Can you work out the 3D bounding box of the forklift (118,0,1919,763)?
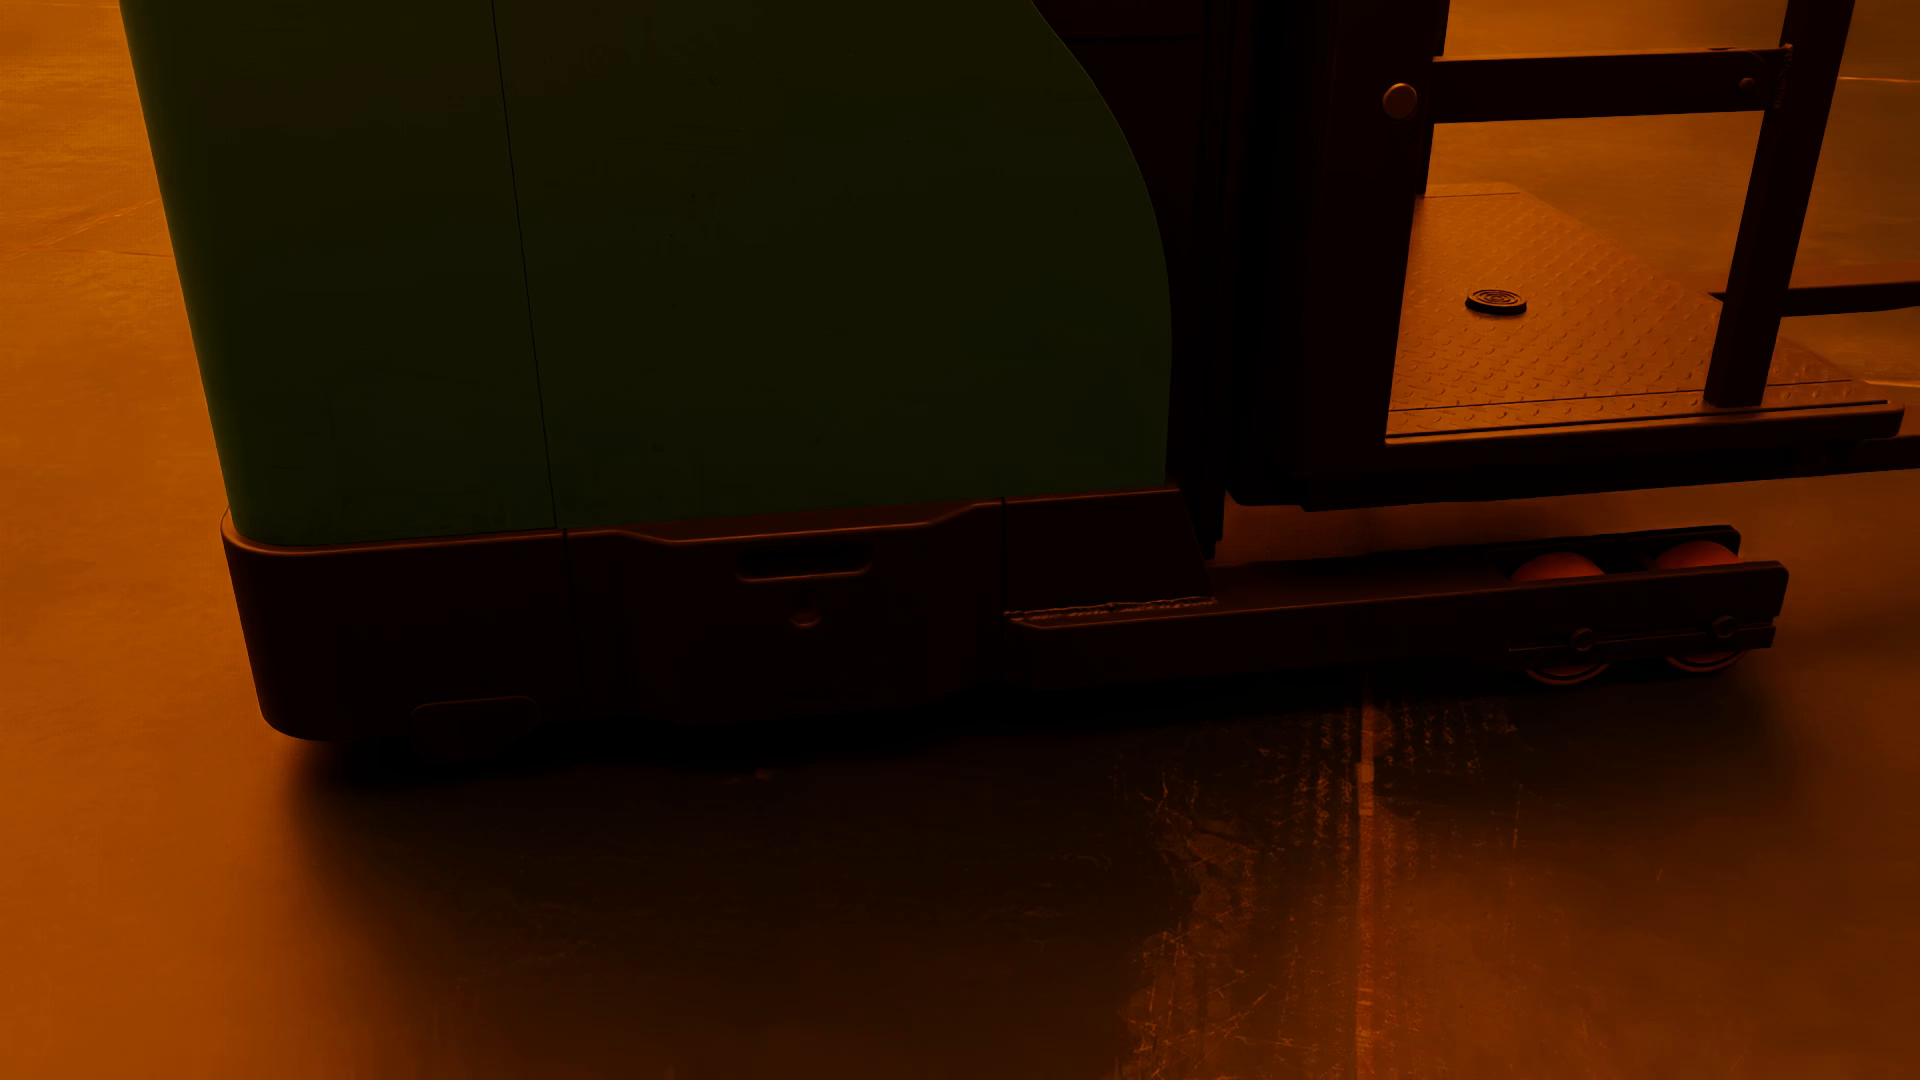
[{"bbox_3d":[0.600,-1.354,1.930,3.031,2.935,1.130,-4,27,-9],"label":"forklift"}]
